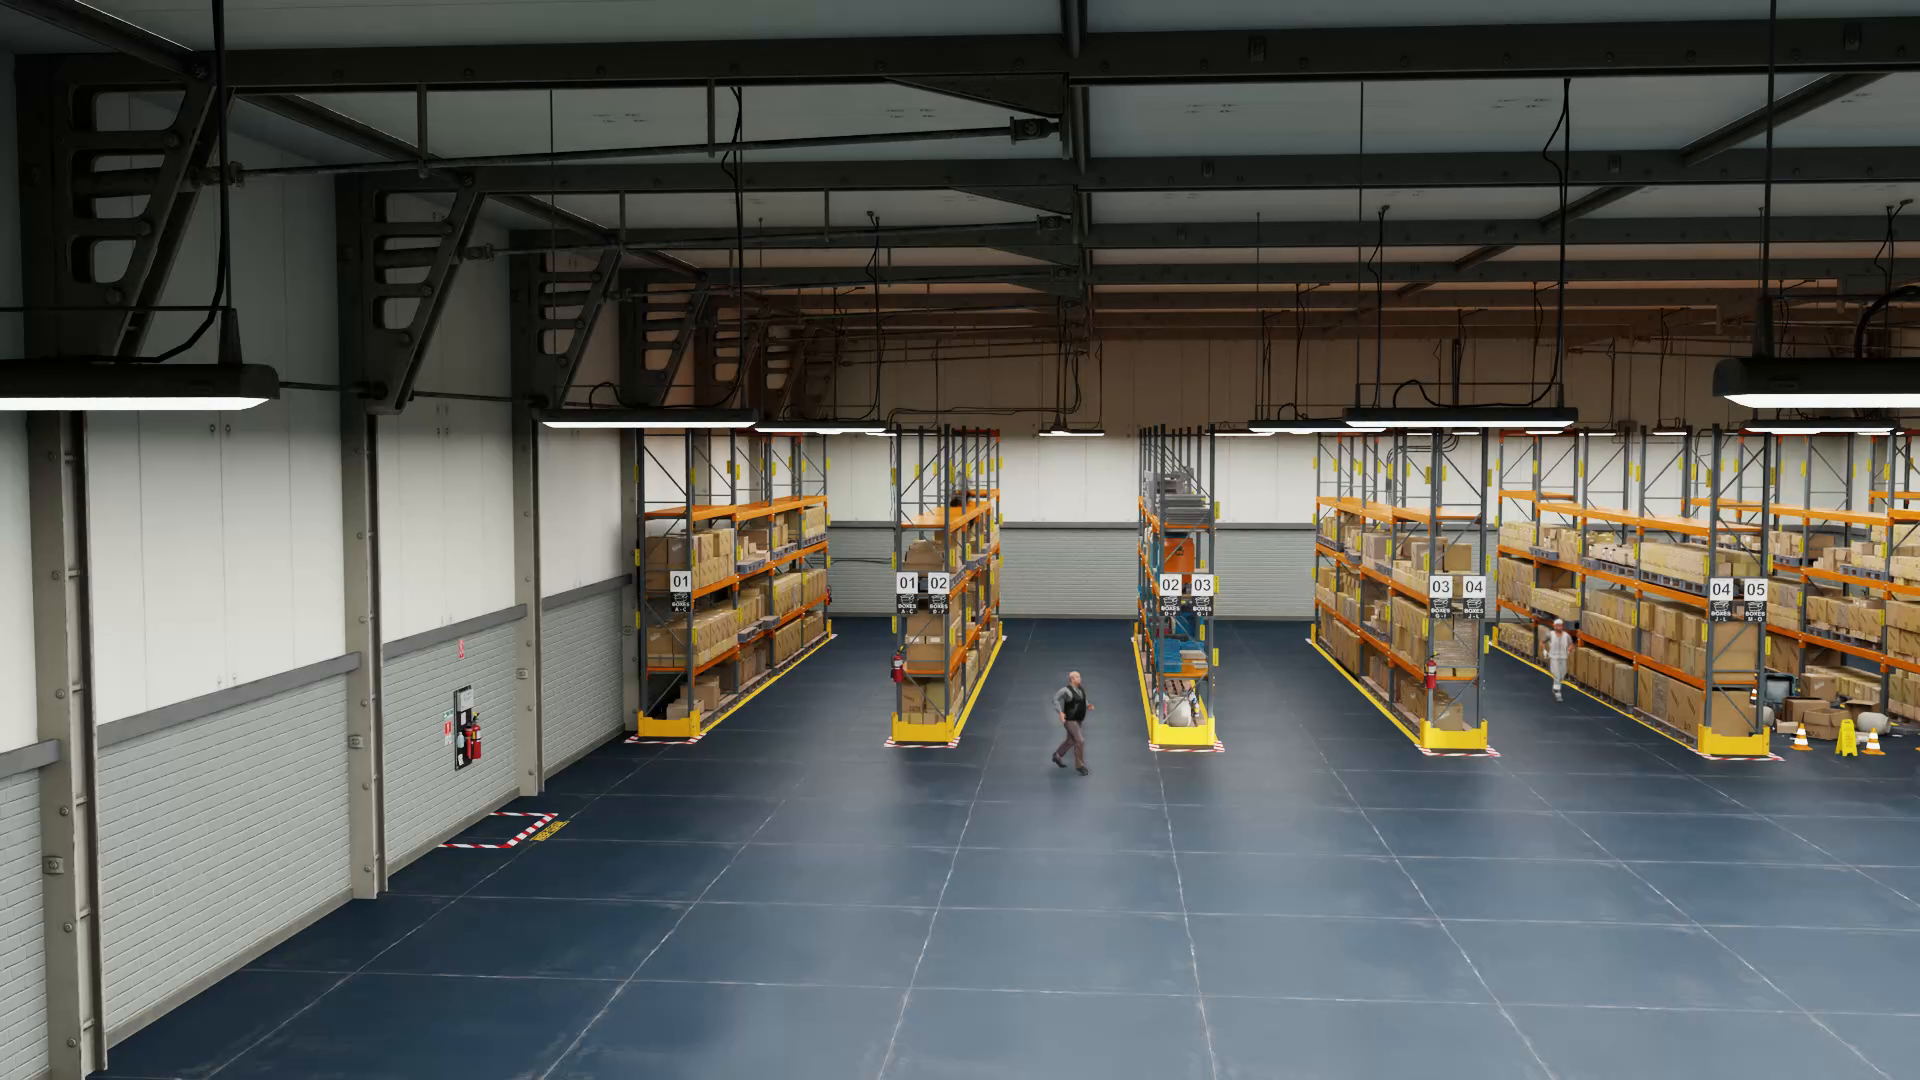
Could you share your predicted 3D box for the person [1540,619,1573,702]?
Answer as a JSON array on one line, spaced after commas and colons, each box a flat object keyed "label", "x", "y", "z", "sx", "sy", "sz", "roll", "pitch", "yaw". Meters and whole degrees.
[{"label": "person", "x": 13.051, "y": 2.609, "z": 36.327, "sx": 0.680, "sy": 1.777, "sz": 0.884, "roll": 0, "pitch": 3, "yaw": 2}]

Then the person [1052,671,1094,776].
[{"label": "person", "x": 1.929, "y": 3.126, "z": 28.525, "sx": 0.840, "sy": 1.757, "sz": 0.650, "roll": 2, "pitch": 4, "yaw": 34}]
